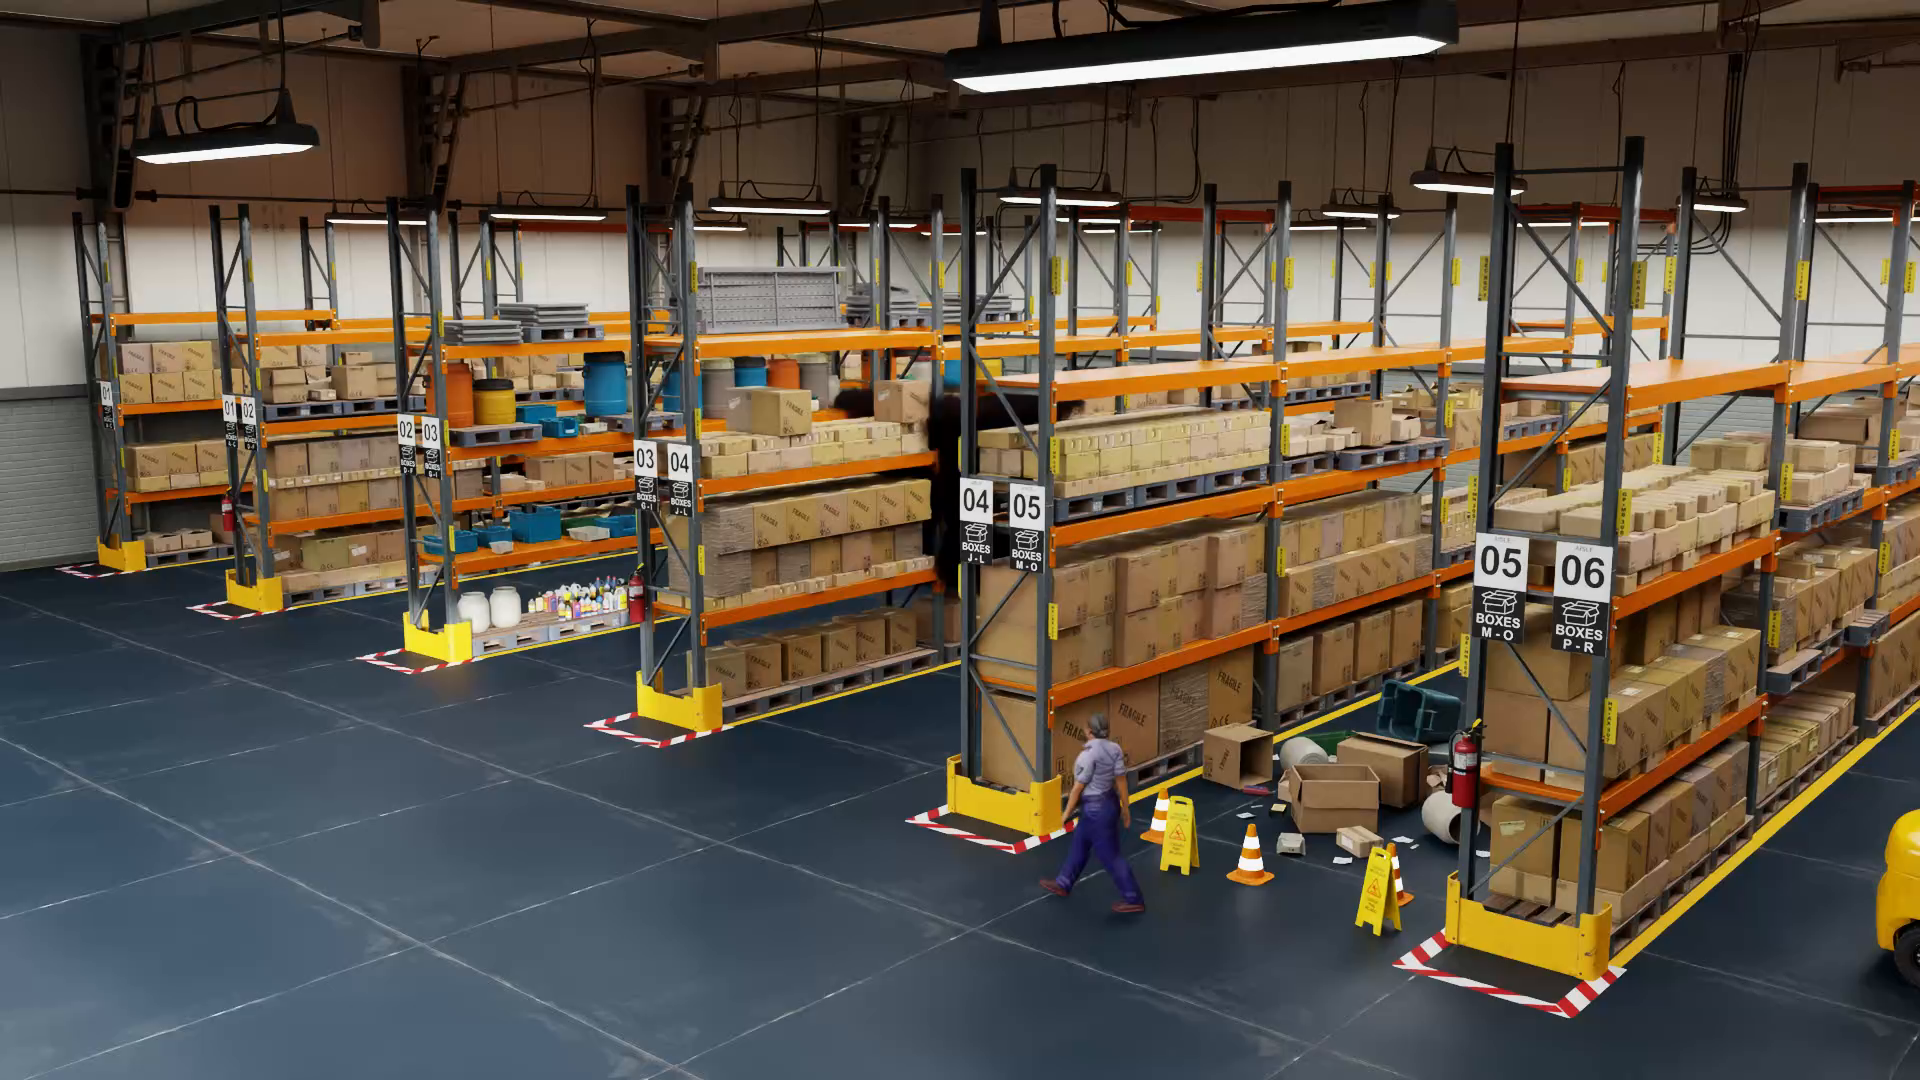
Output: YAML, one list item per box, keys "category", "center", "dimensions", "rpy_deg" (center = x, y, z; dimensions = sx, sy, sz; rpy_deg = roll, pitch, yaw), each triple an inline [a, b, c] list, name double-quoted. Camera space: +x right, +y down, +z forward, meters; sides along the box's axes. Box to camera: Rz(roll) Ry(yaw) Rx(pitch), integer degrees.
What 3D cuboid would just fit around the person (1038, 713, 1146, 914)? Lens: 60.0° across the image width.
- category: "person"
  center: [1.053, 2.173, 13.352]
  dimensions: [0.961, 1.586, 0.469]
  rpy_deg: [3, 10, 17]
